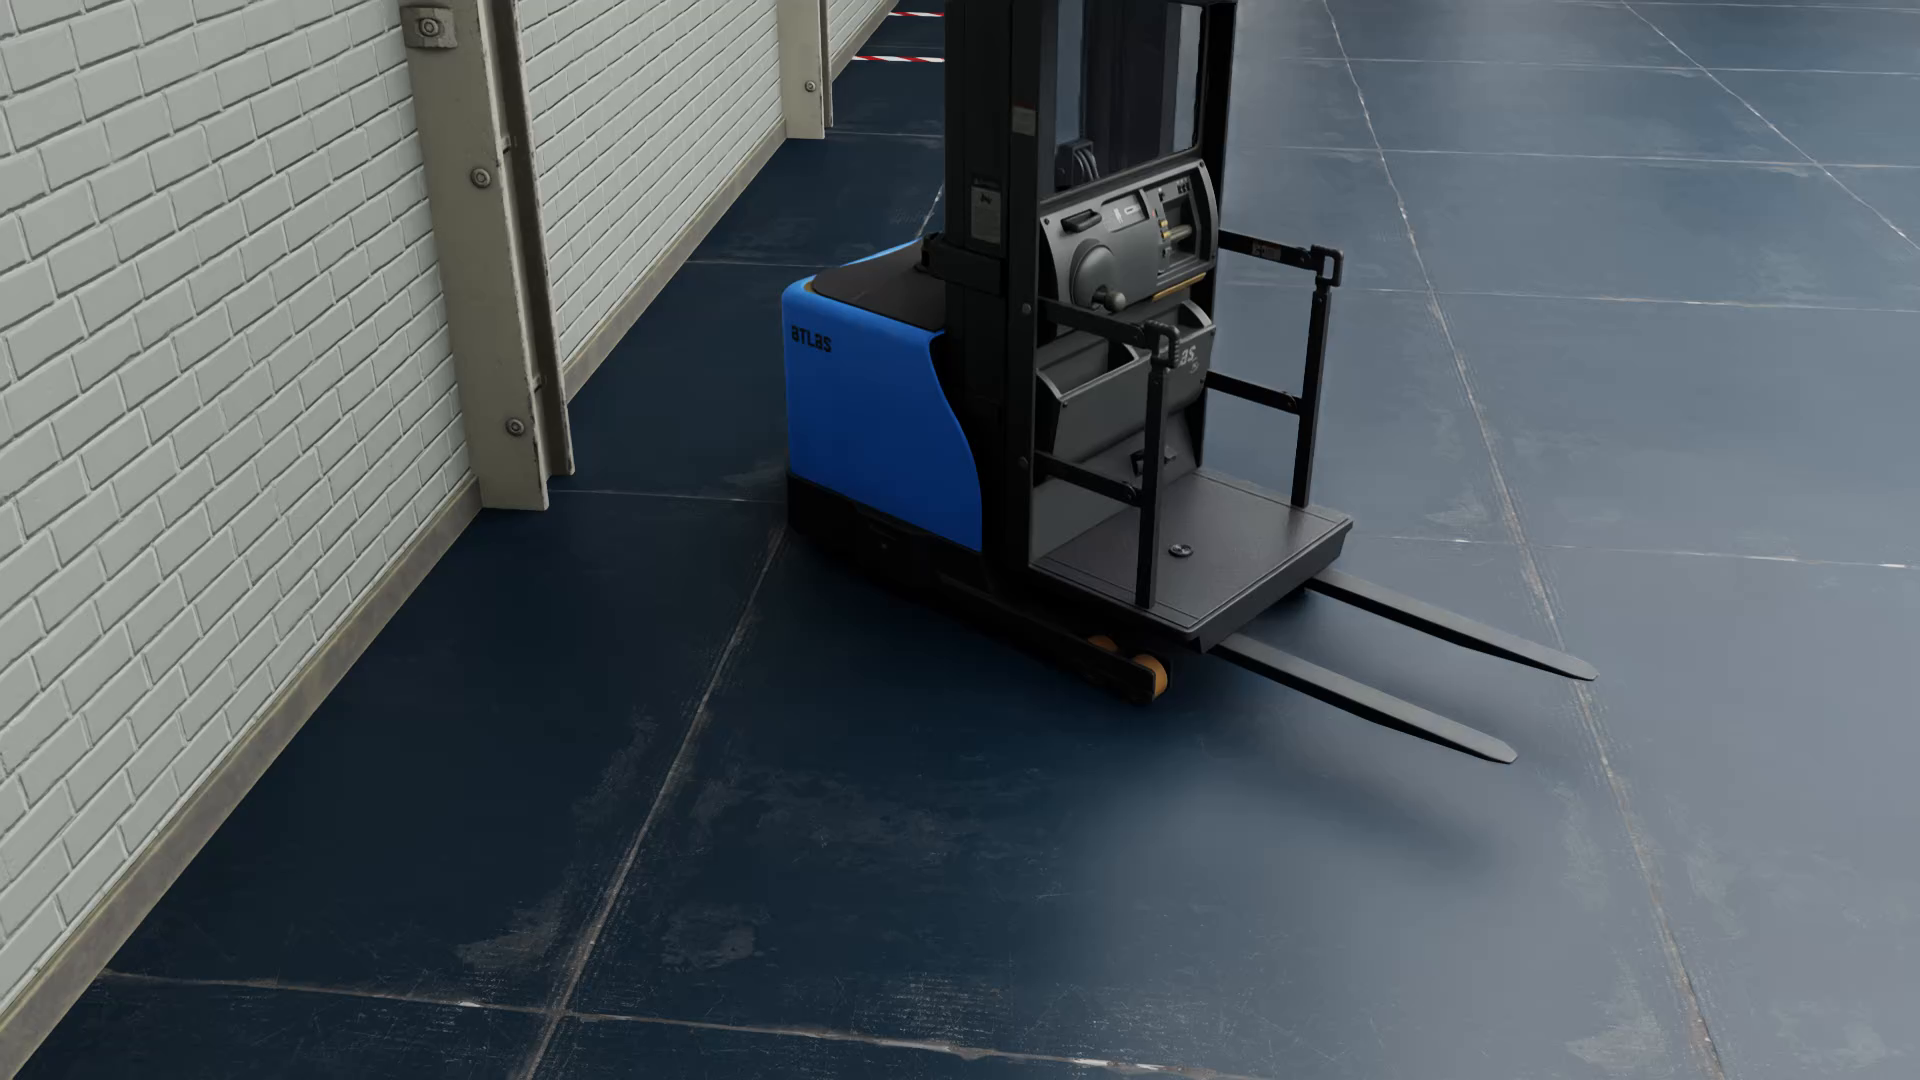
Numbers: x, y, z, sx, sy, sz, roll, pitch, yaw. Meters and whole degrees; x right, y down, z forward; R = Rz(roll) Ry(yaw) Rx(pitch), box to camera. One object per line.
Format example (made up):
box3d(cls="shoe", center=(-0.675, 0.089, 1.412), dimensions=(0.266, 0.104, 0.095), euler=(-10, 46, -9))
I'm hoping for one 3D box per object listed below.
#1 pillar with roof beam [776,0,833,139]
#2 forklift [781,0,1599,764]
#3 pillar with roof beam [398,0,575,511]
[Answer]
box3d(cls="pillar with roof beam", center=(3.137, -6.761, 9.811), dimensions=(9.100, 9.000, 0.400), euler=(3, 28, 6))
box3d(cls="forklift", center=(0.747, -1.012, 5.538), dimensions=(3.031, 2.935, 1.130), euler=(23, 36, 36))
box3d(cls="pillar with roof beam", center=(2.402, -3.936, 4.569), dimensions=(9.100, 9.000, 0.400), euler=(3, 28, 6))
